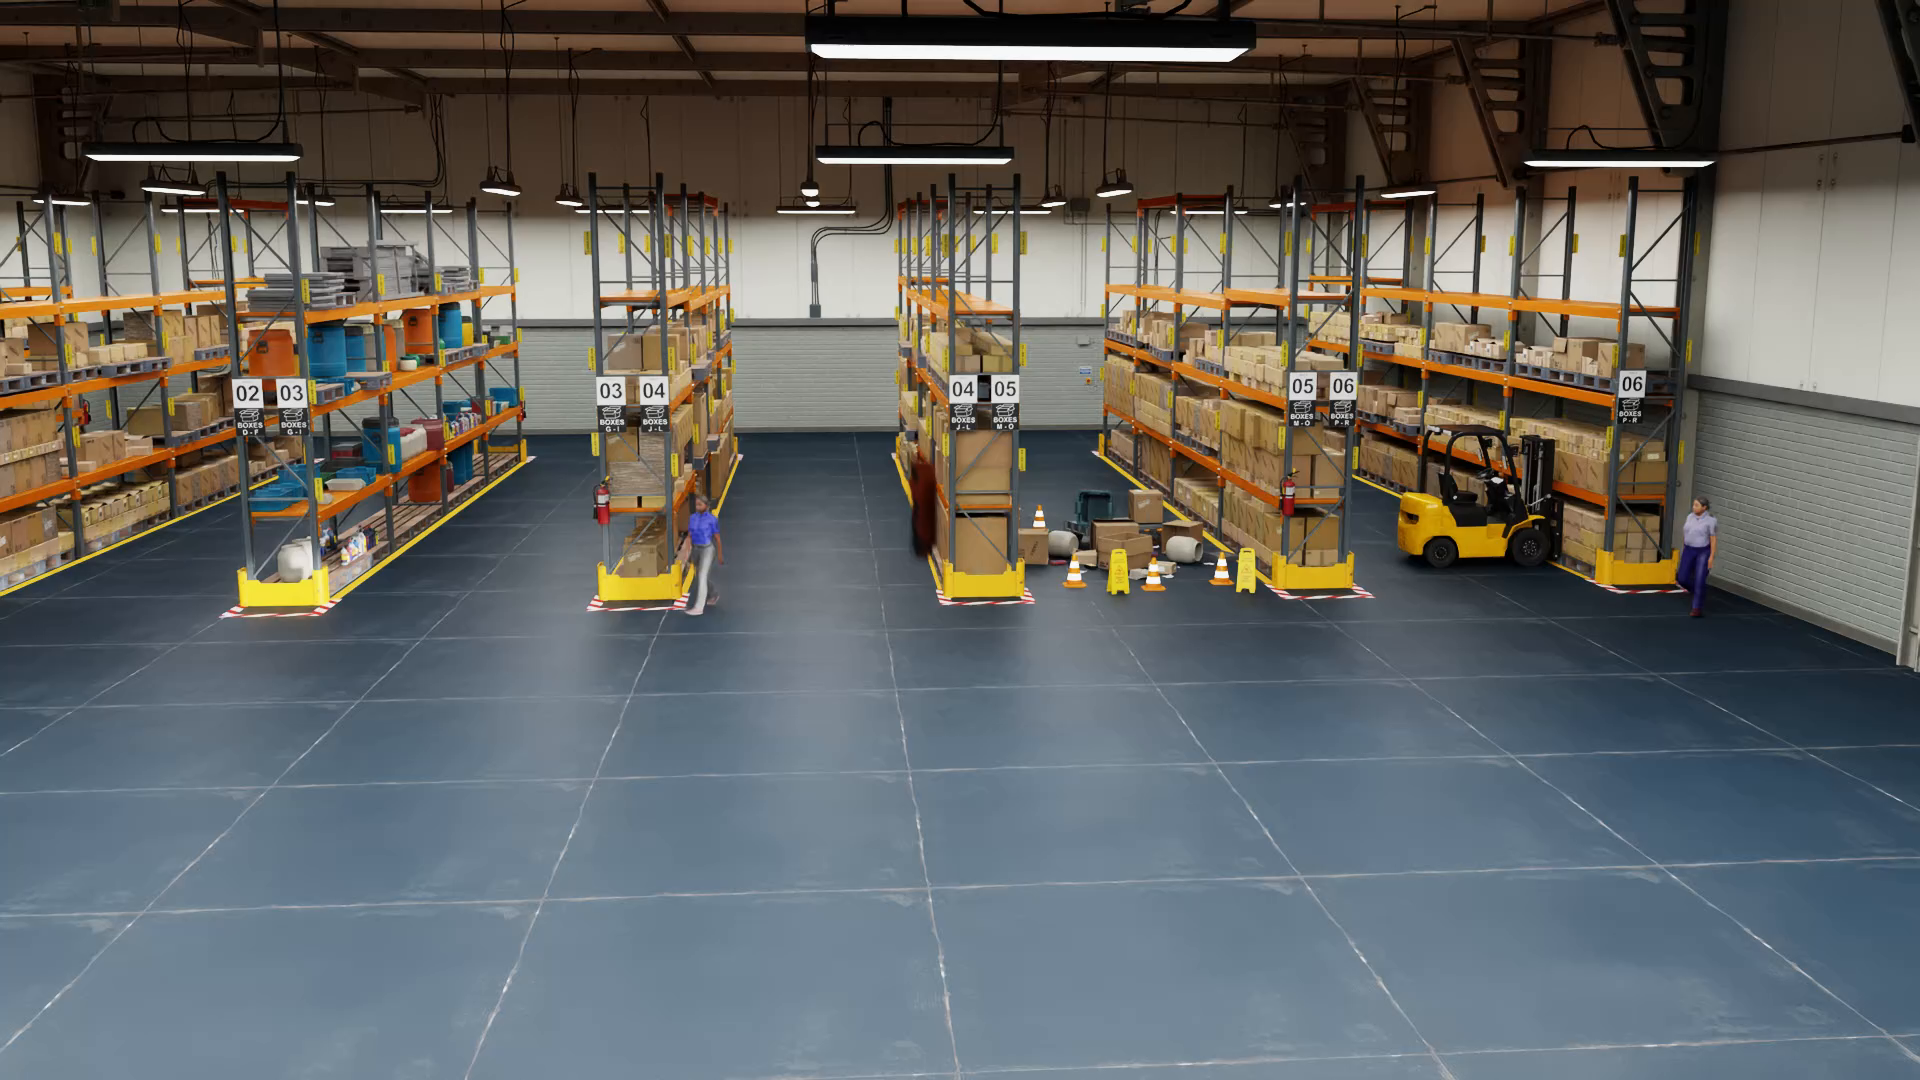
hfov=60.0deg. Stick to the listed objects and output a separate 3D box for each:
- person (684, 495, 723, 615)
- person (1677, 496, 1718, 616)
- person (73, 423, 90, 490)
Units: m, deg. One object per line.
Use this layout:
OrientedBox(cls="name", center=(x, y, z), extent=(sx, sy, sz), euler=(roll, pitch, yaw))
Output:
OrientedBox(cls="person", center=(-3.562, 0.182, 22.947), extent=(0.478, 1.618, 0.920), euler=(5, 11, 28))
OrientedBox(cls="person", center=(10.151, 0.196, 22.790), extent=(0.602, 1.632, 0.469), euler=(-10, 14, -44))
OrientedBox(cls="person", center=(-17.182, -1.471, 32.437), extent=(0.427, 1.601, 0.460), euler=(-1, 10, -8))
